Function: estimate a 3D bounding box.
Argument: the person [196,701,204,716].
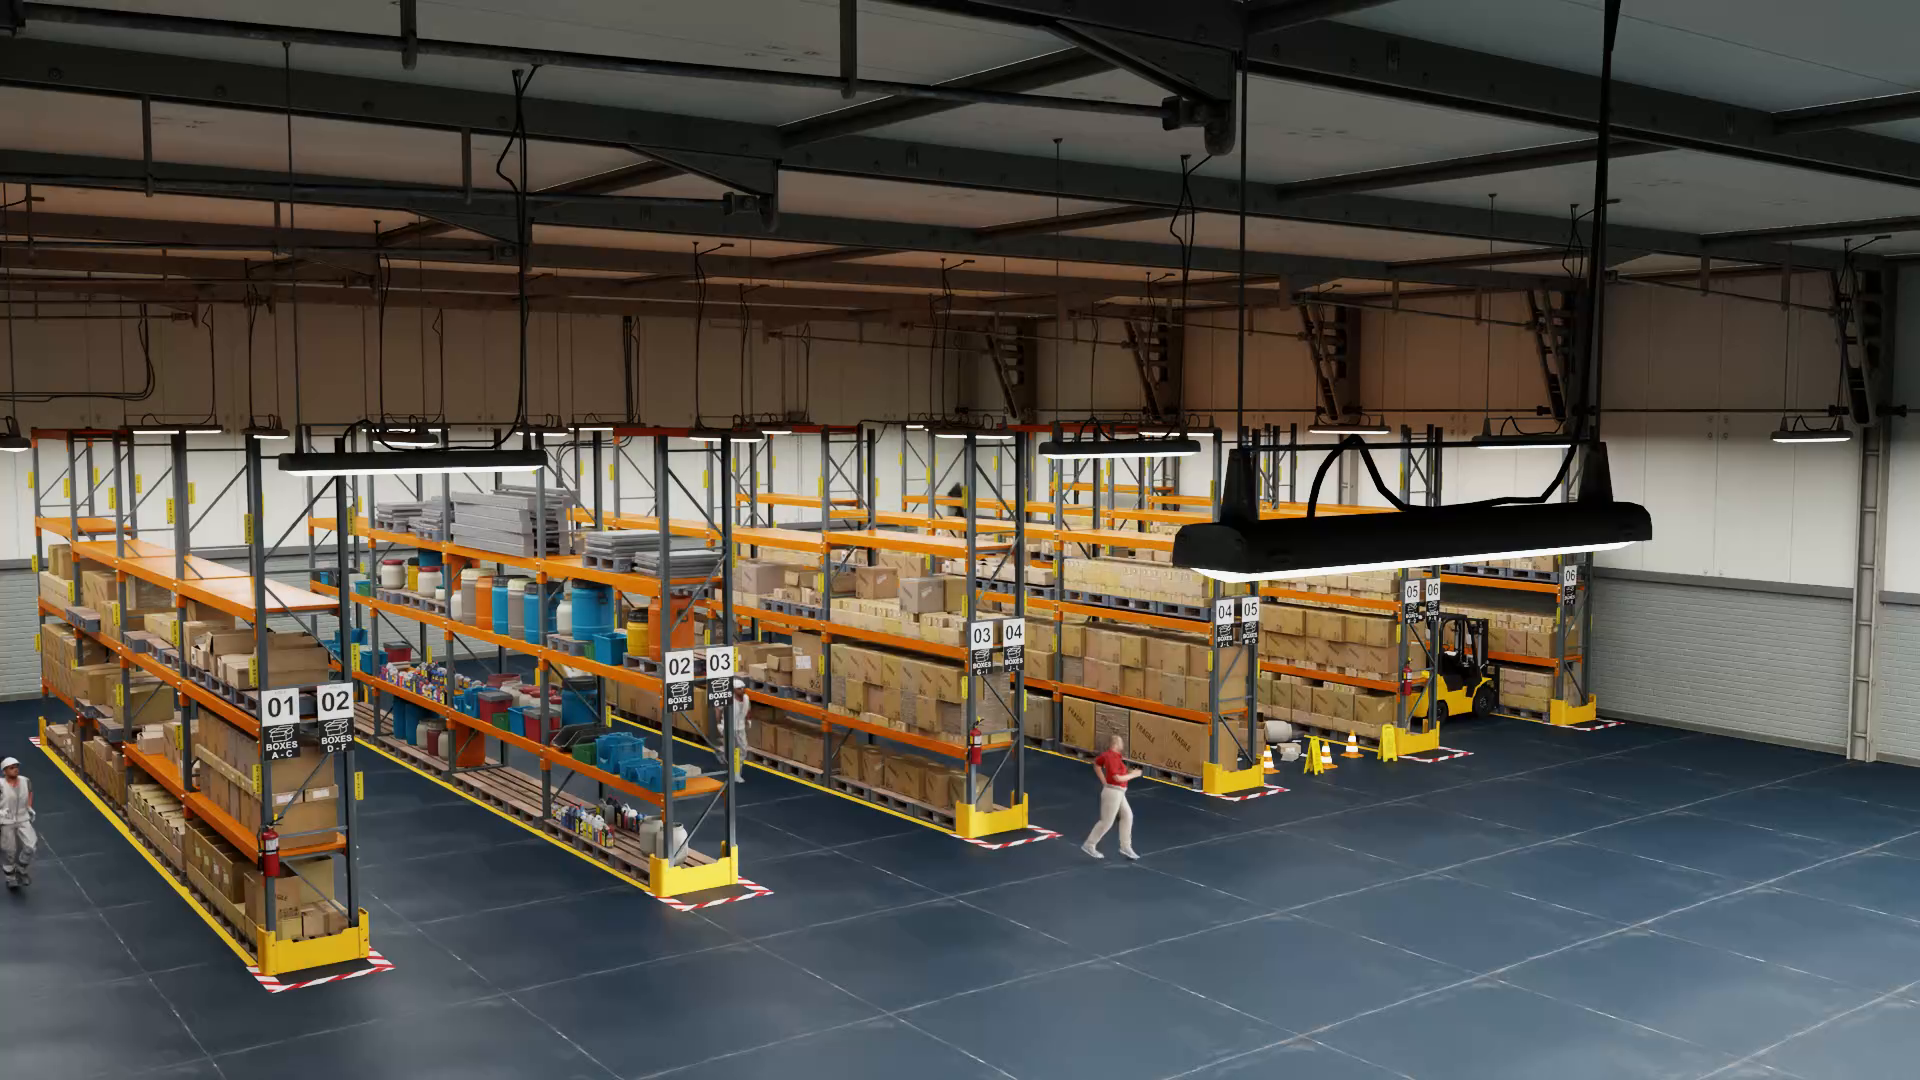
[{"bbox_3d":[-14.420,3.051,31.708,0.638,1.576,0.535,4,6,41],"label":"person"}]

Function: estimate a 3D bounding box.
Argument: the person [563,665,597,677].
[{"bbox_3d":[-7.575,2.887,33.341,0.704,1.651,0.724,-3,5,-34],"label":"person"}]

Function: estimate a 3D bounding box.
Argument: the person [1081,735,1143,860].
[{"bbox_3d":[2.142,3.633,23.389,0.850,1.780,0.650,1,5,7],"label":"person"}]

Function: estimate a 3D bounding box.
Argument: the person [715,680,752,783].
[{"bbox_3d":[-3.898,3.246,28.506,0.699,1.744,0.788,-4,6,-38],"label":"person"}]

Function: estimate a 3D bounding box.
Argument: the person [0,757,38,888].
[{"bbox_3d":[-12.431,3.727,21.862,0.624,1.751,0.657,4,6,40],"label":"person"}]
